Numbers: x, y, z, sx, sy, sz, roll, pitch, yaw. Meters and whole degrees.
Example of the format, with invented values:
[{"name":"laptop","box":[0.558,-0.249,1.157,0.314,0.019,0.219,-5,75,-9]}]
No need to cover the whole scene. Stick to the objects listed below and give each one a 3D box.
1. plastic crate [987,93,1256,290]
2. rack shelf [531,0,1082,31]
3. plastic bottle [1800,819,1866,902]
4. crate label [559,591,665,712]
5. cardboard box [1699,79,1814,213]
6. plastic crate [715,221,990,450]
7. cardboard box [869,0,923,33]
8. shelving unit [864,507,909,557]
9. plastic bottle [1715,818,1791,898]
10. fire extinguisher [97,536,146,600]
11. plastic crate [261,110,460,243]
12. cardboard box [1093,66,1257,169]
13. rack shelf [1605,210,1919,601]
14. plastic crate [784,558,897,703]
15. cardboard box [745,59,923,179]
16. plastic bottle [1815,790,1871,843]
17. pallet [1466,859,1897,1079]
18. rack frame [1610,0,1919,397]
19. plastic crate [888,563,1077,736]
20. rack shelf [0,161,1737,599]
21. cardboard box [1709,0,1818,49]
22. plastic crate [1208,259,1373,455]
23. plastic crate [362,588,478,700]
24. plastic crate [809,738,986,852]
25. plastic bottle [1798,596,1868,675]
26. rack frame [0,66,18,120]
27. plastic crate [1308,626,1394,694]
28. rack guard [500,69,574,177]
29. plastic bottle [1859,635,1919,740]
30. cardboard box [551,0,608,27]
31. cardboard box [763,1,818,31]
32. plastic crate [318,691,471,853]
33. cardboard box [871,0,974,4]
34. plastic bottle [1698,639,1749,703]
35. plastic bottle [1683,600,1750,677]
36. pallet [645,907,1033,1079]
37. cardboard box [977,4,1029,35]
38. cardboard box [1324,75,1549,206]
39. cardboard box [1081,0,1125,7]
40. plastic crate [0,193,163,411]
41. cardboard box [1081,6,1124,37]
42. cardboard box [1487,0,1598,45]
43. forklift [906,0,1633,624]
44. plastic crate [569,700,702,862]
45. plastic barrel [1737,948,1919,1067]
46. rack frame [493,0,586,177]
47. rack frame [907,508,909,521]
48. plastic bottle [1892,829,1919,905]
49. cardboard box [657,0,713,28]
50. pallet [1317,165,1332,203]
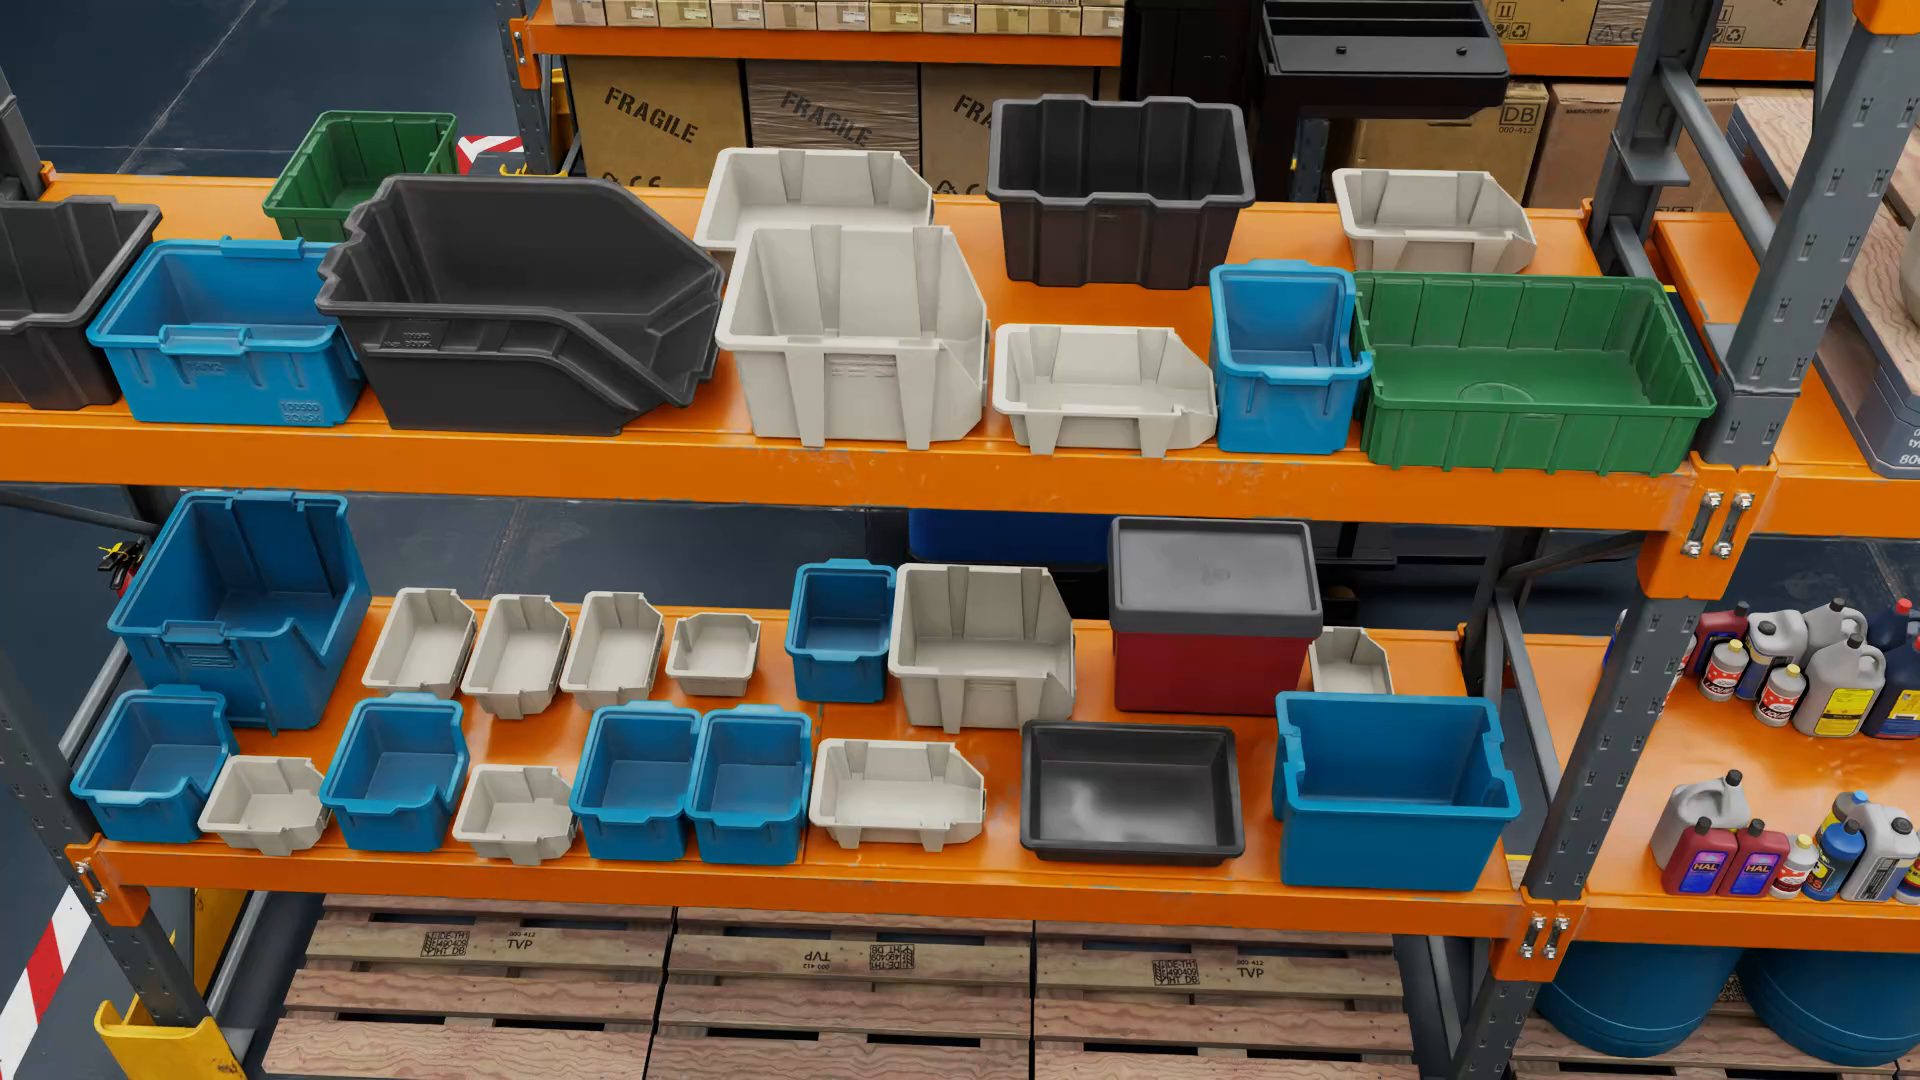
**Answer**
[{"name":"plastic crate","box":[0.362,-0.796,3.885,0.590,0.269,0.497,2,43,2]},{"name":"rack shelf","box":[-0.184,-2.764,8.486,3.809,0.124,0.919,2,43,2]},{"name":"plastic bottle","box":[2.284,0.825,4.343,0.097,0.271,0.097,0,43,0]},{"name":"crate label","box":[-1.014,0.342,4.917,0.243,0.136,0.396,2,43,2]},{"name":"cardboard box","box":[4.231,-2.216,8.764,0.875,0.875,1.225,2,43,2]},{"name":"plastic crate","box":[-0.205,-0.421,3.472,0.530,0.282,0.437,2,43,2]},{"name":"cardboard box","box":[-0.306,-2.643,8.157,0.250,0.149,0.380,1,43,1]},{"name":"shelving unit","box":[-0.311,-0.443,6.931,0.189,1.200,0.258,1,43,1]},{"name":"plastic bottle","box":[2.071,0.827,4.333,0.133,0.283,0.061,2,43,2]},{"name":"fire extinguisher","box":[-2.536,0.206,5.244,0.183,0.674,0.296,2,43,2]},{"name":"plastic crate","box":[-1.407,-0.829,3.979,0.336,0.188,0.450,2,43,2]},{"name":"cardboard box","box":[1.158,-2.345,8.903,0.875,0.875,0.875,2,43,2]},{"name":"rack shelf","box":[3.589,-0.295,3.778,4.000,0.370,1.077,2,43,2]},{"name":"plastic crate","box":[-0.342,0.283,4.910,0.300,0.233,0.416,2,43,2]},{"name":"cardboard box","box":[-0.630,-2.400,8.962,0.875,0.875,0.875,2,43,2]},{"name":"plastic bottle","box":[2.388,0.750,4.475,0.097,0.201,0.097,0,43,0]},{"name":"pallet","box":[2.359,1.551,5.516,1.213,0.211,1.003,2,43,2]},{"name":"rack frame","box":[1.591,-1.717,2.576,0.127,3.000,1.000,2,43,2]},{"name":"plastic crate","box":[0.073,0.327,4.826,0.530,0.282,0.437,2,43,2]},{"name":"rack shelf","box":[-0.407,-0.417,3.910,4.000,0.370,1.077,2,43,2]},{"name":"cardboard box","box":[3.780,-2.704,7.964,0.500,0.500,0.500,3,43,3]},{"name":"plastic crate","box":[0.667,-0.369,3.453,0.300,0.233,0.416,2,43,2]},{"name":"plastic crate","box":[-1.583,0.332,4.928,0.243,0.136,0.396,2,43,2]},{"name":"plastic crate","box":[-0.163,0.704,4.528,0.466,0.136,0.293,2,43,2]},{"name":"plastic bottle","box":[2.524,0.302,4.847,0.185,0.351,0.144,2,43,2]},{"name":"rack frame","box":[-2.405,-1.840,2.708,0.127,3.000,1.000,2,43,2]},{"name":"plastic crate","box":[1.132,0.441,4.811,0.243,0.136,0.396,2,43,2]},{"name":"rack guard","box":[-2.206,-2.103,9.226,0.348,0.500,1.175,2,43,2]},{"name":"plastic bottle","box":[2.702,0.406,4.736,0.185,0.351,0.144,2,43,2]},{"name":"cardboard box","box":[-1.843,-2.690,8.206,0.250,0.149,0.380,2,43,2]},{"name":"cardboard box","box":[-0.816,-2.659,8.174,0.250,0.149,0.380,1,43,1]},{"name":"plastic crate","box":[-1.516,0.647,4.519,0.300,0.233,0.416,2,43,2]},{"name":"cardboard box","box":[-0.172,-2.831,8.065,0.500,0.250,0.500,1,43,1]},{"name":"plastic bottle","box":[2.246,0.373,4.880,0.097,0.201,0.097,0,43,0]},{"name":"plastic bottle","box":[2.232,0.289,4.910,0.133,0.283,0.061,2,43,2]},{"name":"pallet","box":[-0.368,1.467,5.606,1.213,0.211,1.003,2,43,2]},{"name":"cardboard box","box":[0.210,-2.628,8.140,0.250,0.149,0.380,1,43,1]},{"name":"cardboard box","box":[2.454,-2.265,8.816,0.875,0.875,1.225,2,43,2]},{"name":"cardboard box","box":[0.844,-2.797,8.029,0.500,0.250,0.500,3,43,3]},{"name":"plastic crate","box":[-2.033,-0.493,3.559,0.590,0.269,0.497,2,43,2]},{"name":"cardboard box","box":[0.724,-2.612,8.123,0.250,0.149,0.380,3,43,3]},{"name":"cardboard box","box":[2.764,-2.732,7.994,0.500,0.500,0.500,2,43,2]},{"name":"forklift","box":[1.303,-1.089,6.354,3.031,2.935,1.130,1,43,1]},{"name":"plastic crate","box":[-0.858,0.667,4.498,0.300,0.233,0.416,2,43,2]},{"name":"plastic barrel","box":[2.841,1.142,5.140,0.708,0.901,0.600,2,43,2]},{"name":"rack frame","box":[-2.182,-3.017,8.374,0.127,3.000,1.000,2,43,2]},{"name":"rack frame","box":[-0.219,-0.442,6.930,0.006,1.200,0.240,1,43,1]},{"name":"plastic bottle","box":[2.516,0.832,4.336,0.097,0.271,0.097,0,43,0]},{"name":"cardboard box","box":[-1.330,-2.675,8.191,0.250,0.149,0.380,1,43,1]},{"name":"pallet","box":[2.588,-1.902,9.222,1.213,0.211,1.003,2,43,2]}]
